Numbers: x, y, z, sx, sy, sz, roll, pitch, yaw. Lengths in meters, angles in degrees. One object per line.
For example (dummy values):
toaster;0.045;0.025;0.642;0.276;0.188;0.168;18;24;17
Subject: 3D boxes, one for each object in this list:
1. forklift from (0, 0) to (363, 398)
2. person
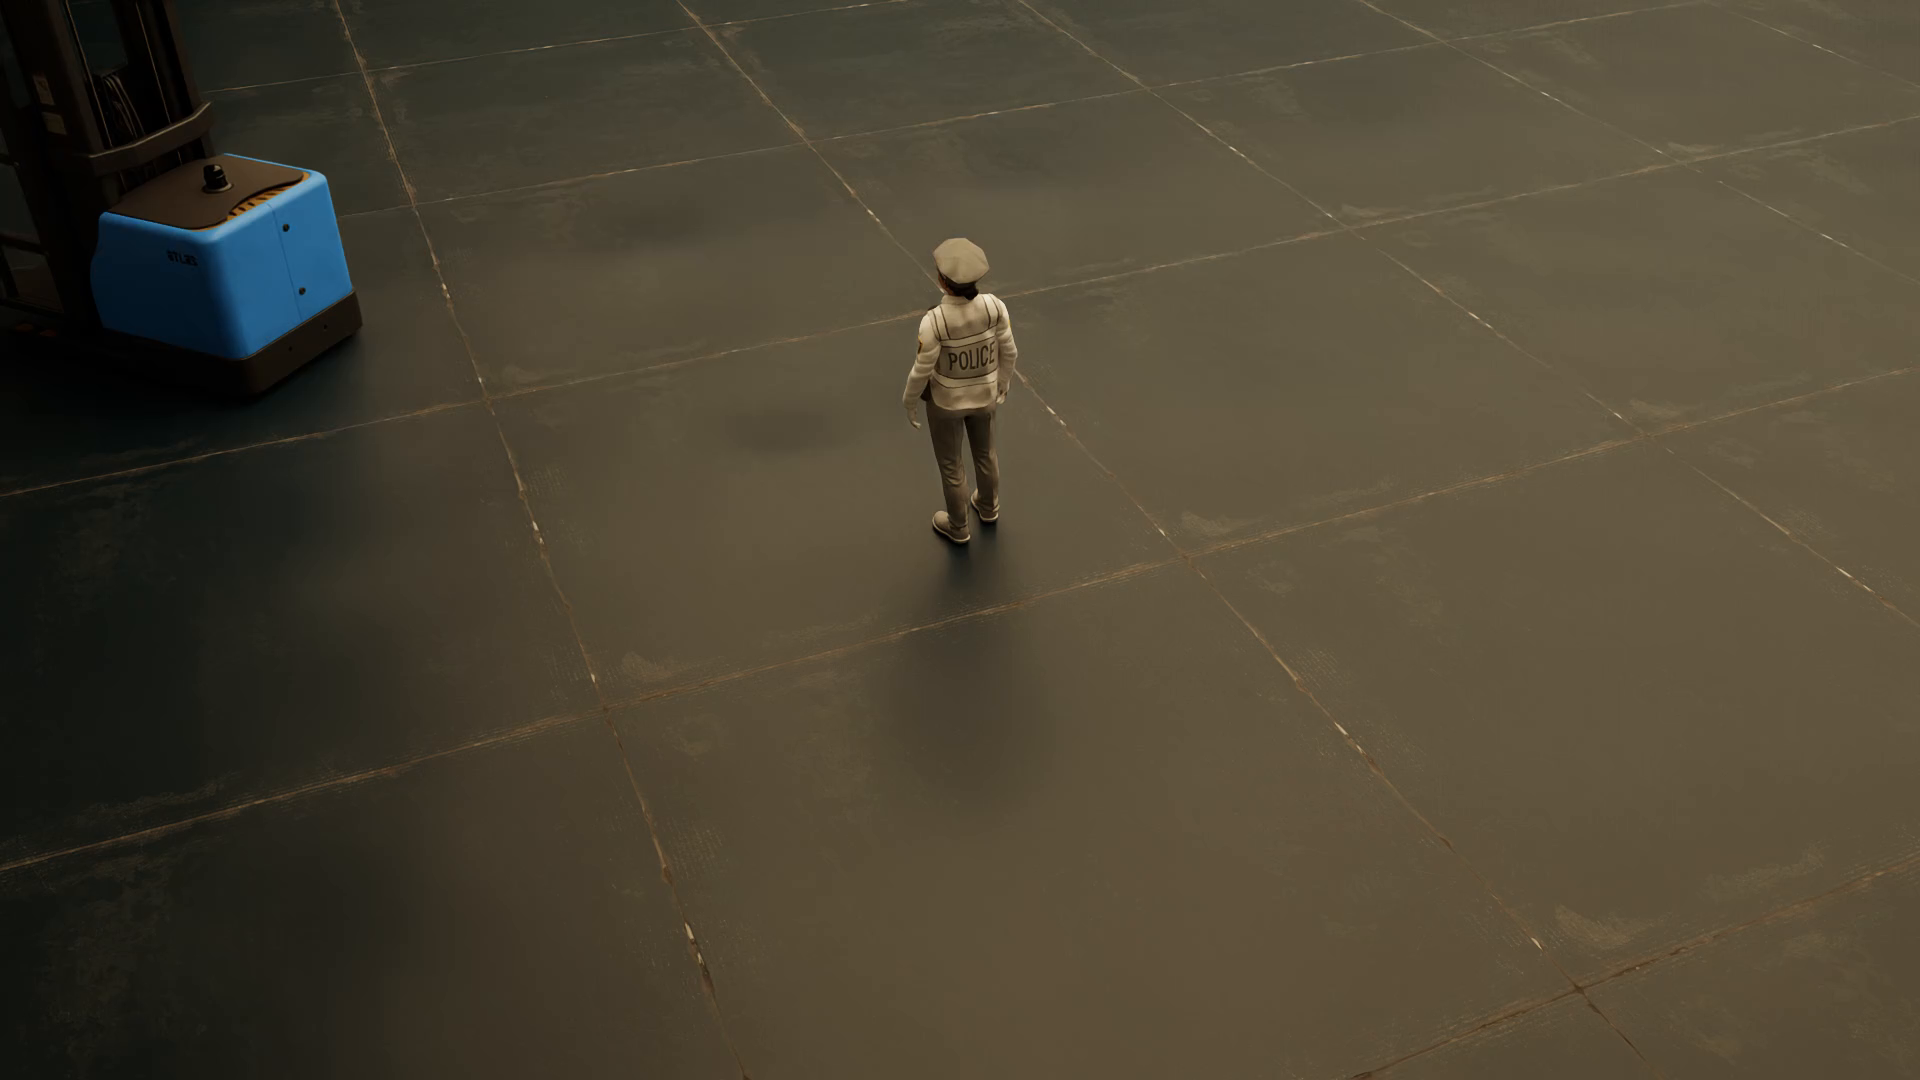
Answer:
forklift;-5.297;-2.581;9.728;3.031;2.935;1.130;14;38;19
person;-0.021;-0.734;8.186;0.588;1.695;0.531;-14;38;-19
